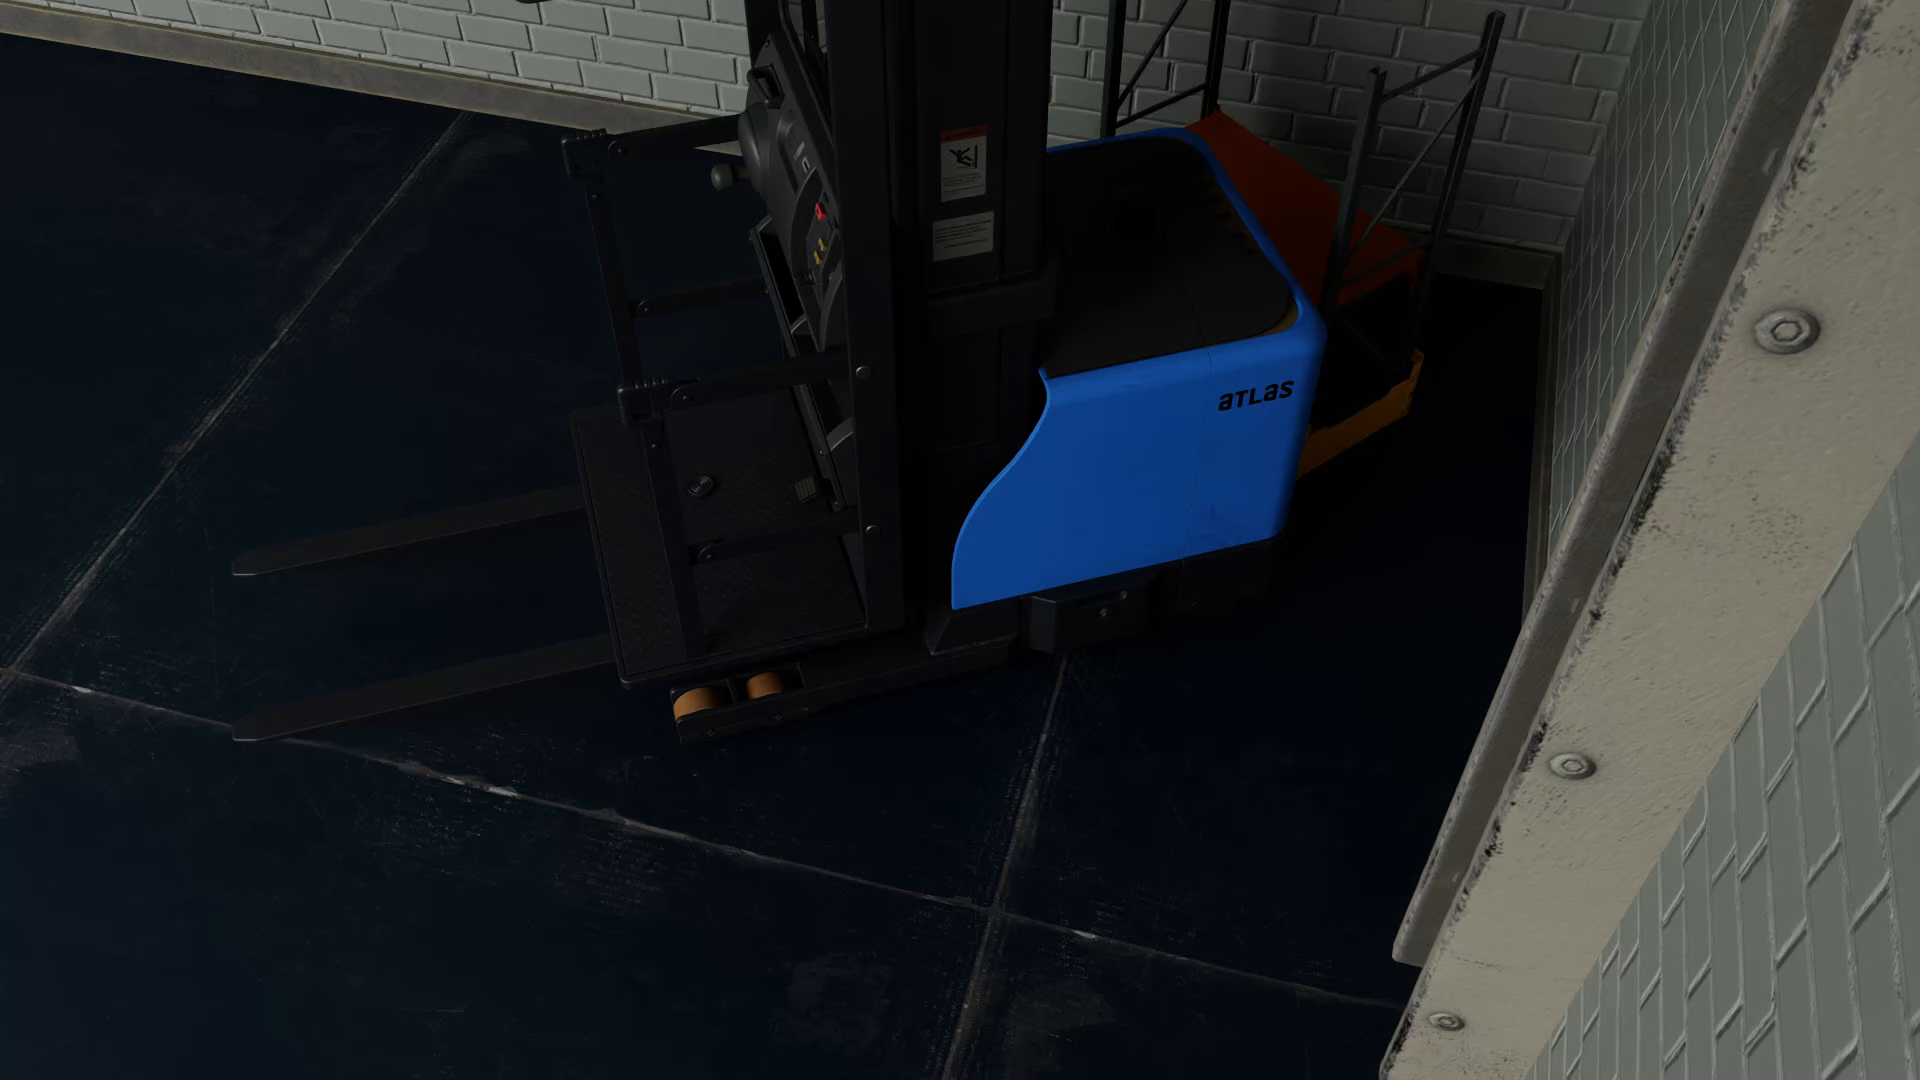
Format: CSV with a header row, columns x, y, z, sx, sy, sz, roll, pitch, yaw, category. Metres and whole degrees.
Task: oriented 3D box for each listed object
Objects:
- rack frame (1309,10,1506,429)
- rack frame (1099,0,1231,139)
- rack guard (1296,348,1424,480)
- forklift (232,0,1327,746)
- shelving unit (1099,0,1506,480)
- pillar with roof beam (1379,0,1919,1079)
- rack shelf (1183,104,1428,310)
x,y,z,sx,sy,sz,roll,pitch,yaw,category
1.270,-0.826,4.979,0.500,1.500,0.032,-29,55,-23,rack frame
0.667,-1.440,5.520,0.500,1.500,0.032,-29,55,-23,rack frame
1.269,-0.413,5.448,0.587,0.250,0.087,-29,55,-23,rack guard
-0.598,-0.839,4.036,3.031,2.935,1.130,-12,50,-11,forklift
0.974,-1.127,5.245,0.587,1.500,1.083,-29,55,-23,shelving unit
-2.926,-2.612,1.553,9.100,9.000,0.400,12,50,10,pillar with roof beam
0.968,-1.014,5.384,0.538,0.185,1.000,-29,55,-23,rack shelf
